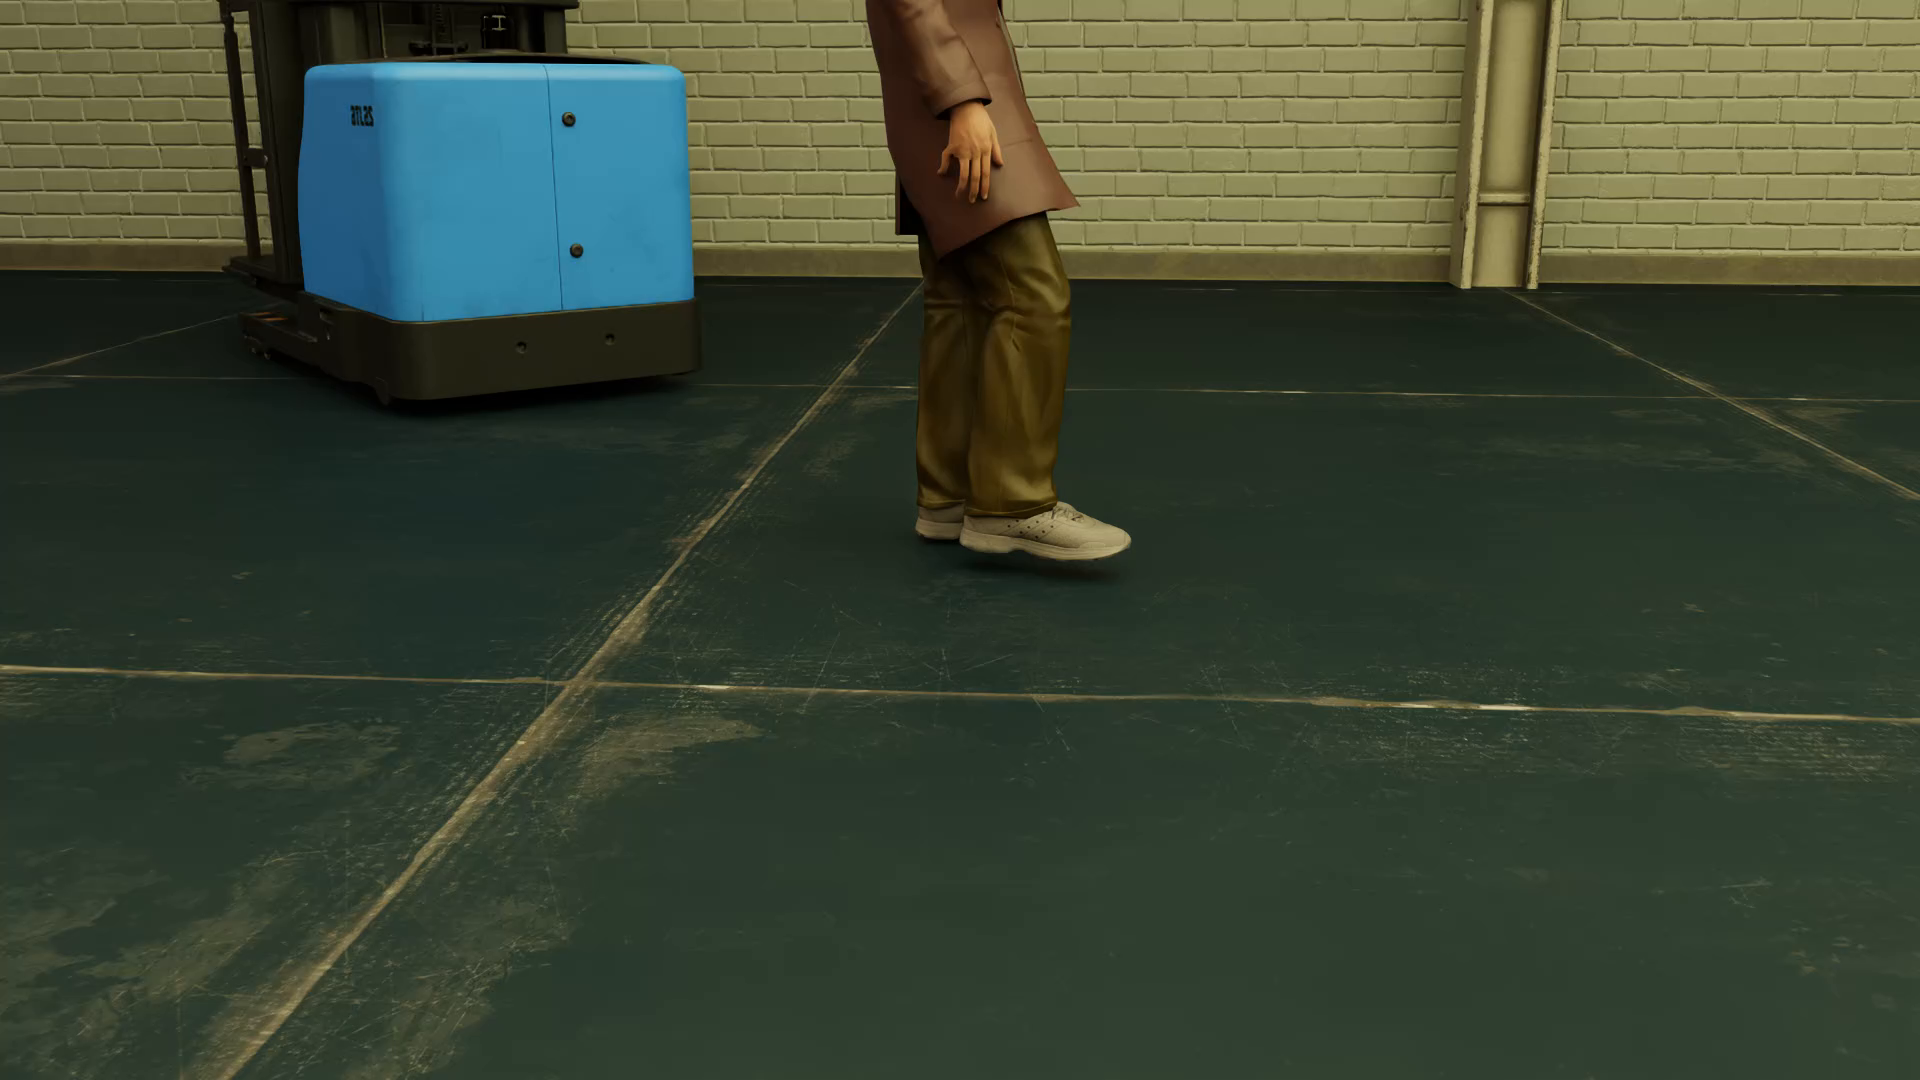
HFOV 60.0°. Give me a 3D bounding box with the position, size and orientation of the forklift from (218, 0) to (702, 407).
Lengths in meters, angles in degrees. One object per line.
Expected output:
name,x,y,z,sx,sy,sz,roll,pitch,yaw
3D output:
forklift,-2.160,-2.165,6.193,1.130,2.935,3.031,-11,19,-35

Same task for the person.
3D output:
person,0.092,-0.862,3.568,0.580,1.778,0.696,1,15,4
